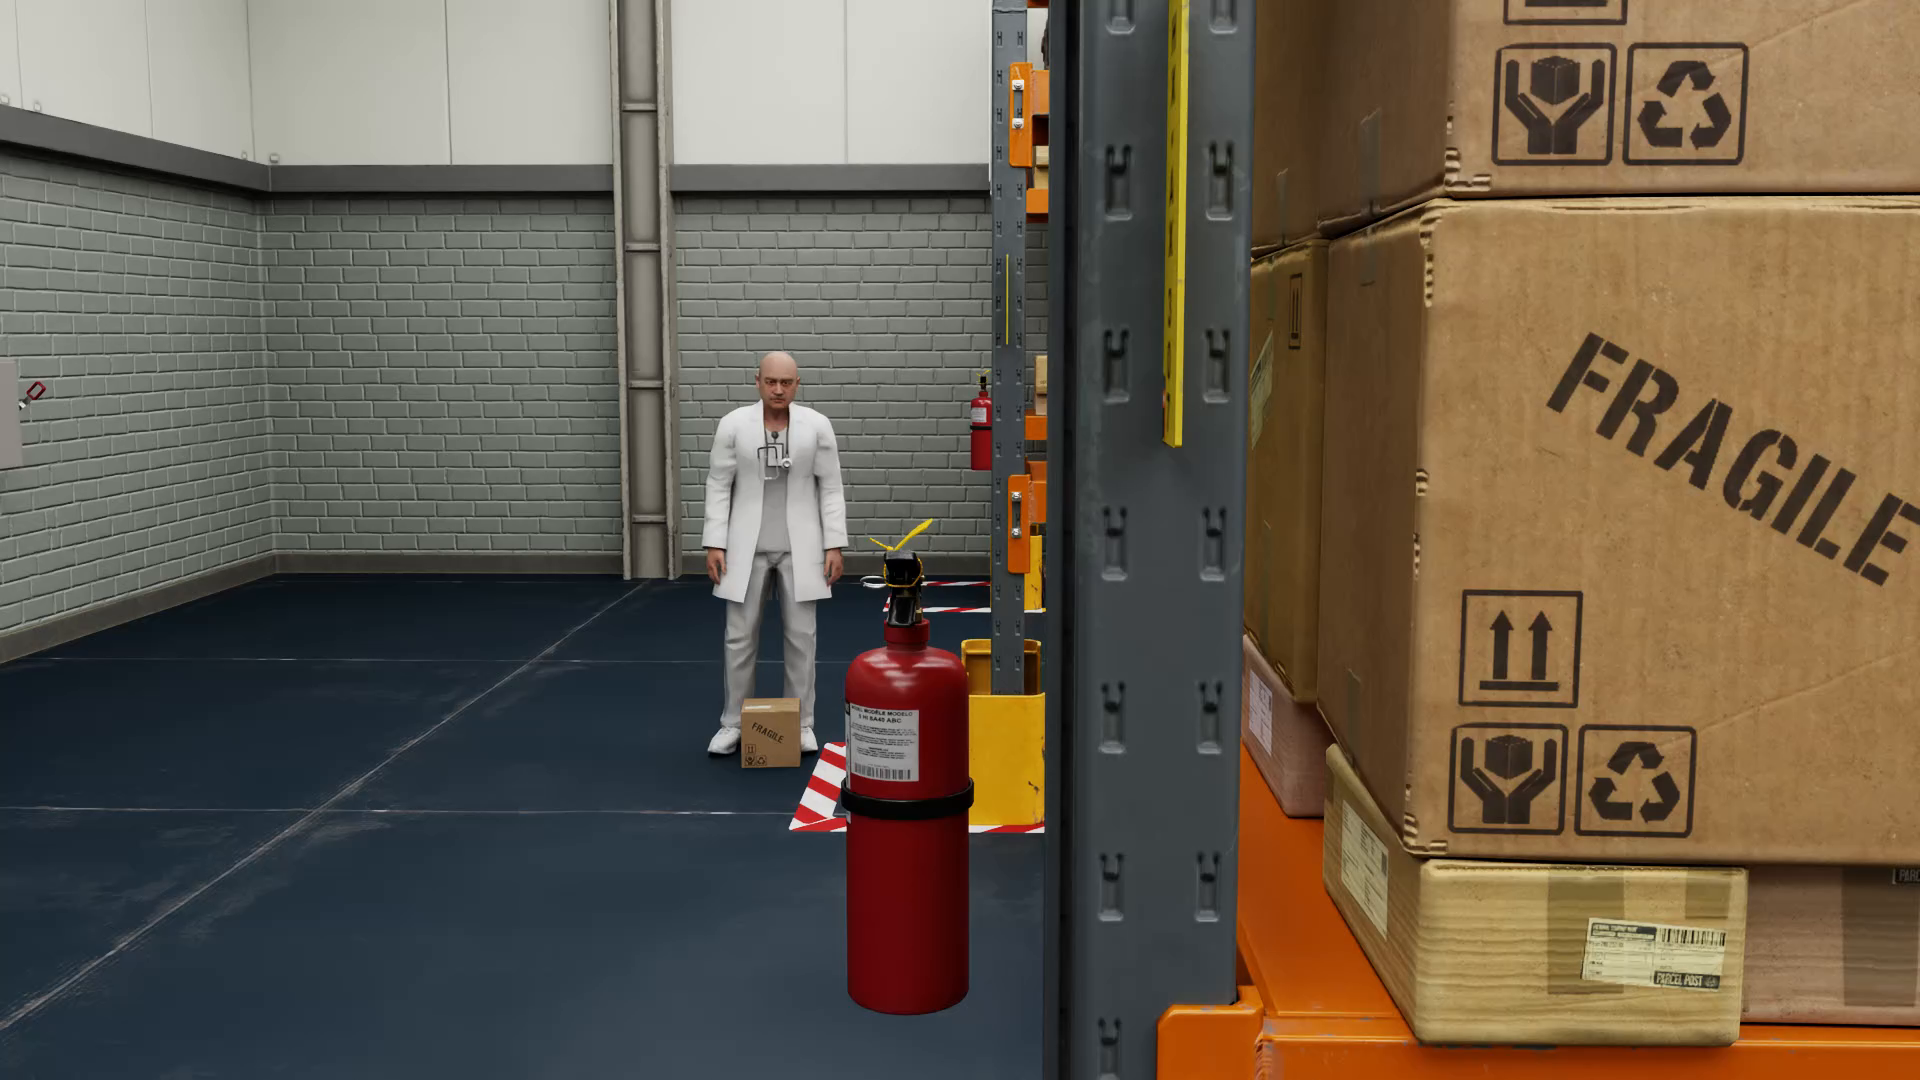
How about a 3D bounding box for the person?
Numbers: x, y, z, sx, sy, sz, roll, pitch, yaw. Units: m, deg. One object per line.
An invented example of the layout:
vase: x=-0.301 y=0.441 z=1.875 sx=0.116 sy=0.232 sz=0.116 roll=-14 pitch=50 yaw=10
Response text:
person: x=-0.822 y=0.052 z=7.405 sx=0.651 sy=1.773 sz=0.427 roll=-1 pitch=7 yaw=-6
